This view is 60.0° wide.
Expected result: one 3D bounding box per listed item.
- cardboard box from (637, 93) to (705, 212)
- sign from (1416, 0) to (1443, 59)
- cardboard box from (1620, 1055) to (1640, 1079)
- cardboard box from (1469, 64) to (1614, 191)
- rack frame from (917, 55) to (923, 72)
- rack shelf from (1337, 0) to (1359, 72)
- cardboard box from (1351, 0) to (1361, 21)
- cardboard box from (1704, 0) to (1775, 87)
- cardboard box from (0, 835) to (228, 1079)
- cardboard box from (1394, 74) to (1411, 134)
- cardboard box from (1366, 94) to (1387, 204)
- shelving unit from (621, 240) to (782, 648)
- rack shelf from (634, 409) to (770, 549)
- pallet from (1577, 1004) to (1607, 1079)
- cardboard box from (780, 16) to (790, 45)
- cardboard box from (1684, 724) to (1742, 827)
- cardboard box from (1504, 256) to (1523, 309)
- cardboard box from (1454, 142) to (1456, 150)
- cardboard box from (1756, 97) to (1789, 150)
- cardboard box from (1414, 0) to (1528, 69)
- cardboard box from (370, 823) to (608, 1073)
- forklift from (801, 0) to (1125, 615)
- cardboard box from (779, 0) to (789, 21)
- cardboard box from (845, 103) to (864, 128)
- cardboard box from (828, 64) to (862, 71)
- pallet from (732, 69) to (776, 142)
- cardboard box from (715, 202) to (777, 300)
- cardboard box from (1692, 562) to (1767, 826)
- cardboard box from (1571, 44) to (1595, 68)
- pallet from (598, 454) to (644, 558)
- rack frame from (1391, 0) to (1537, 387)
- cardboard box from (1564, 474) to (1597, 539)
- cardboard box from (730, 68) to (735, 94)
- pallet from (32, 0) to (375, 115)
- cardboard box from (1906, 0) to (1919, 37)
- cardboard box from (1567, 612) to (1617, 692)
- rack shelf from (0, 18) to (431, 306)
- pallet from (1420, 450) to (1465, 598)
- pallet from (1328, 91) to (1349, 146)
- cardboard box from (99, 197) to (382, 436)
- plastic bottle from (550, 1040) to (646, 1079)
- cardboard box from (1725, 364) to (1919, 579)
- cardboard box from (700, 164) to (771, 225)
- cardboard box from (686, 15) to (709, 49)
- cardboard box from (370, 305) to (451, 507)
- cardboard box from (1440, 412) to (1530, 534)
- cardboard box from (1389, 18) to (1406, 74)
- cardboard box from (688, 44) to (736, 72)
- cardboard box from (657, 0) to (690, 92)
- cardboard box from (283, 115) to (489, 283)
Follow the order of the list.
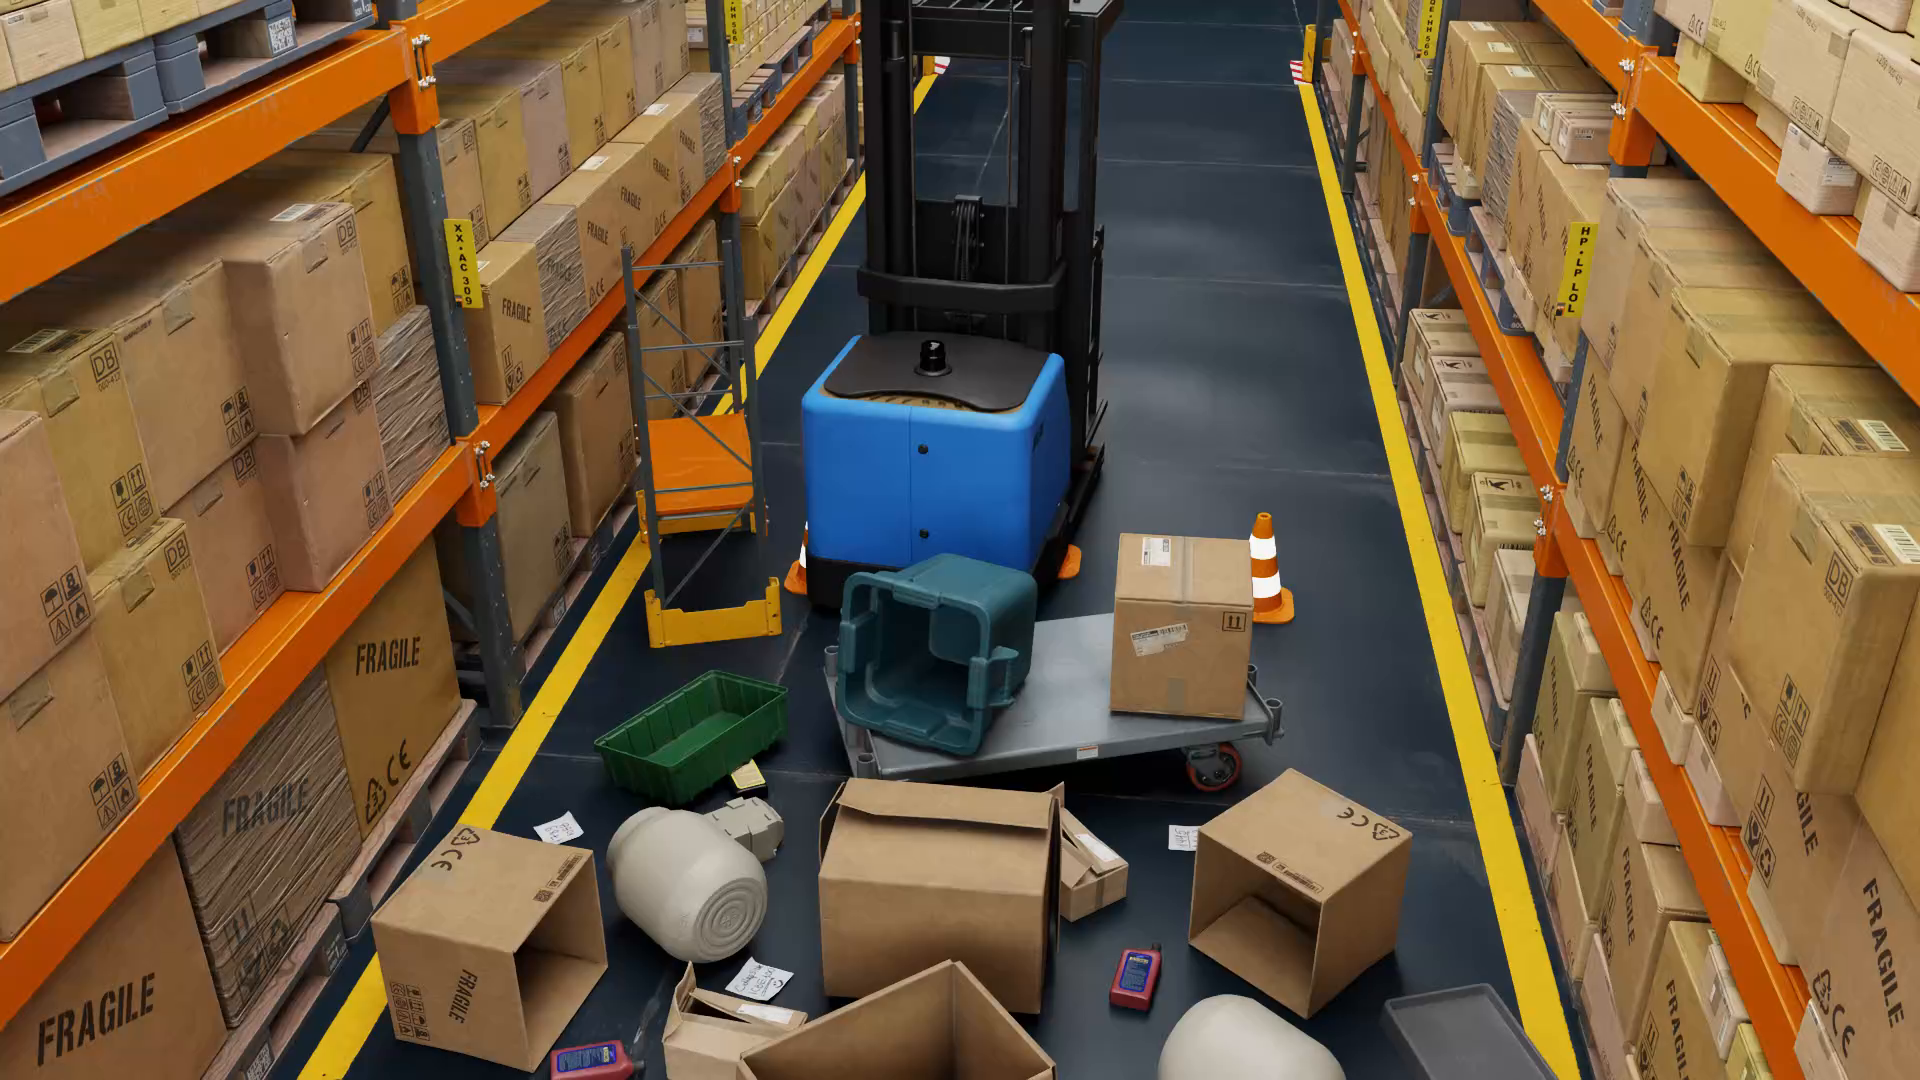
[{"bbox_3d":[-1.677,-2.061,8.808,0.500,0.500,0.500,3,28,6],"label":"cardboard box"},{"bbox_3d":[2.548,-2.780,9.026,0.100,0.325,0.005,3,28,6],"label":"sign"},{"bbox_3d":[2.081,1.666,4.452,0.500,0.250,0.500,2,28,4],"label":"cardboard box"},{"bbox_3d":[2.699,-1.905,7.761,0.500,0.500,0.500,4,29,7],"label":"cardboard box"},{"bbox_3d":[-0.845,-6.245,16.680,1.000,3.000,0.127,3,28,6],"label":"rack frame"},{"bbox_3d":[3.835,-4.747,14.657,1.077,0.370,4.000,3,28,6],"label":"rack shelf"},{"bbox_3d":[3.393,-4.399,13.148,0.500,0.500,0.500,4,29,7],"label":"cardboard box"},{"bbox_3d":[2.230,-1.307,4.196,0.500,0.250,0.500,3,28,6],"label":"cardboard box"},{"bbox_3d":[-2.682,1.299,4.473,0.875,0.875,0.875,3,28,5],"label":"cardboard box"},{"bbox_3d":[2.951,-2.668,10.197,0.500,0.250,0.500,4,29,7],"label":"cardboard box"},{"bbox_3d":[3.593,-3.075,12.593,0.875,0.875,0.875,4,29,8],"label":"cardboard box"},{"bbox_3d":[-1.195,-0.460,7.522,0.587,1.500,1.083,-6,29,-10],"label":"shelving unit"},{"bbox_3d":[-1.193,-0.297,7.599,0.538,0.185,1.000,-6,29,-10],"label":"rack shelf"},{"bbox_3d":[2.415,1.765,4.751,1.003,0.211,1.213,3,28,6],"label":"pallet"},{"bbox_3d":[-1.377,-3.499,11.405,0.380,0.149,0.250,2,28,5],"label":"cardboard box"},{"bbox_3d":[2.083,0.606,4.228,0.380,0.149,0.250,3,28,6],"label":"cardboard box"},{"bbox_3d":[2.472,-1.056,6.869,0.380,0.149,0.250,4,29,7],"label":"cardboard box"},{"bbox_3d":[2.807,-2.040,8.697,0.380,0.149,0.250,2,28,3],"label":"cardboard box"},{"bbox_3d":[2.249,-1.075,4.186,0.380,0.149,0.250,4,29,8],"label":"cardboard box"},{"bbox_3d":[2.903,-2.982,9.463,0.500,0.500,0.500,3,28,5],"label":"cardboard box"},{"bbox_3d":[-1.487,1.293,5.320,0.500,0.500,0.500,8,29,15],"label":"cardboard box"},{"bbox_3d":[0.152,-1.578,8.089,1.130,2.935,3.031,7,29,12],"label":"forklift"},{"bbox_3d":[-1.381,-3.634,11.341,0.380,0.149,0.250,4,29,8],"label":"cardboard box"},{"bbox_3d":[-0.973,-3.575,13.973,0.380,0.149,0.250,5,29,9],"label":"cardboard box"},{"bbox_3d":[-1.004,-4.076,14.590,0.380,0.149,0.250,3,28,5],"label":"cardboard box"},{"bbox_3d":[-1.844,-2.737,10.369,1.213,0.211,1.003,3,28,6],"label":"pallet"},{"bbox_3d":[-1.486,-1.882,10.773,0.500,0.500,0.500,2,28,4],"label":"cardboard box"},{"bbox_3d":[2.124,0.372,3.978,0.500,0.500,0.500,4,29,7],"label":"cardboard box"},{"bbox_3d":[3.267,-2.125,8.170,0.500,0.500,0.500,3,28,5],"label":"cardboard box"},{"bbox_3d":[-2.149,-0.312,8.607,1.003,0.211,1.213,3,28,6],"label":"pallet"},{"bbox_3d":[3.100,-2.239,9.244,1.000,3.000,0.127,3,28,6],"label":"rack frame"},{"bbox_3d":[2.253,-0.116,5.568,0.380,0.149,0.250,3,28,6],"label":"cardboard box"},{"bbox_3d":[-1.570,-2.753,10.019,0.380,0.149,0.250,3,28,5],"label":"cardboard box"},{"bbox_3d":[-2.426,-1.494,4.791,1.003,0.211,1.213,3,28,6],"label":"pallet"},{"bbox_3d":[2.139,-1.052,3.301,0.380,0.149,0.250,4,29,7],"label":"cardboard box"},{"bbox_3d":[2.194,0.371,5.381,0.380,0.149,0.250,4,29,7],"label":"cardboard box"},{"bbox_3d":[-2.561,-0.659,3.906,1.077,0.370,4.000,3,28,6],"label":"rack shelf"},{"bbox_3d":[2.850,-0.071,8.160,1.003,0.211,1.213,3,28,6],"label":"pallet"},{"bbox_3d":[3.908,-3.824,15.125,1.003,0.211,1.213,3,28,6],"label":"pallet"},{"bbox_3d":[-2.347,-0.701,5.091,0.875,0.550,0.550,3,28,6],"label":"cardboard box"},{"bbox_3d":[-1.124,1.627,5.165,0.283,0.061,0.133,-6,29,-11],"label":"plastic bottle"},{"bbox_3d":[2.194,-0.052,3.712,0.700,0.500,0.500,3,28,6],"label":"cardboard box"},{"bbox_3d":[-1.501,-2.204,10.581,0.500,0.250,0.500,2,28,4],"label":"cardboard box"},{"bbox_3d":[-1.576,-3.024,9.895,0.380,0.149,0.250,3,28,6],"label":"cardboard box"},{"bbox_3d":[-2.349,-0.488,5.835,0.875,0.550,0.550,3,28,6],"label":"cardboard box"},{"bbox_3d":[2.839,-0.298,7.967,0.950,0.372,0.625,4,29,8],"label":"cardboard box"},{"bbox_3d":[3.008,-3.120,10.509,0.500,0.250,0.500,3,28,5],"label":"cardboard box"},{"bbox_3d":[-1.567,-2.900,9.980,0.380,0.149,0.250,5,29,8],"label":"cardboard box"},{"bbox_3d":[-1.890,-2.753,9.038,0.700,0.500,0.500,3,28,6],"label":"cardboard box"},{"bbox_3d":[-2.261,-1.315,6.368,0.700,0.500,0.500,3,28,5],"label":"cardboard box"}]
